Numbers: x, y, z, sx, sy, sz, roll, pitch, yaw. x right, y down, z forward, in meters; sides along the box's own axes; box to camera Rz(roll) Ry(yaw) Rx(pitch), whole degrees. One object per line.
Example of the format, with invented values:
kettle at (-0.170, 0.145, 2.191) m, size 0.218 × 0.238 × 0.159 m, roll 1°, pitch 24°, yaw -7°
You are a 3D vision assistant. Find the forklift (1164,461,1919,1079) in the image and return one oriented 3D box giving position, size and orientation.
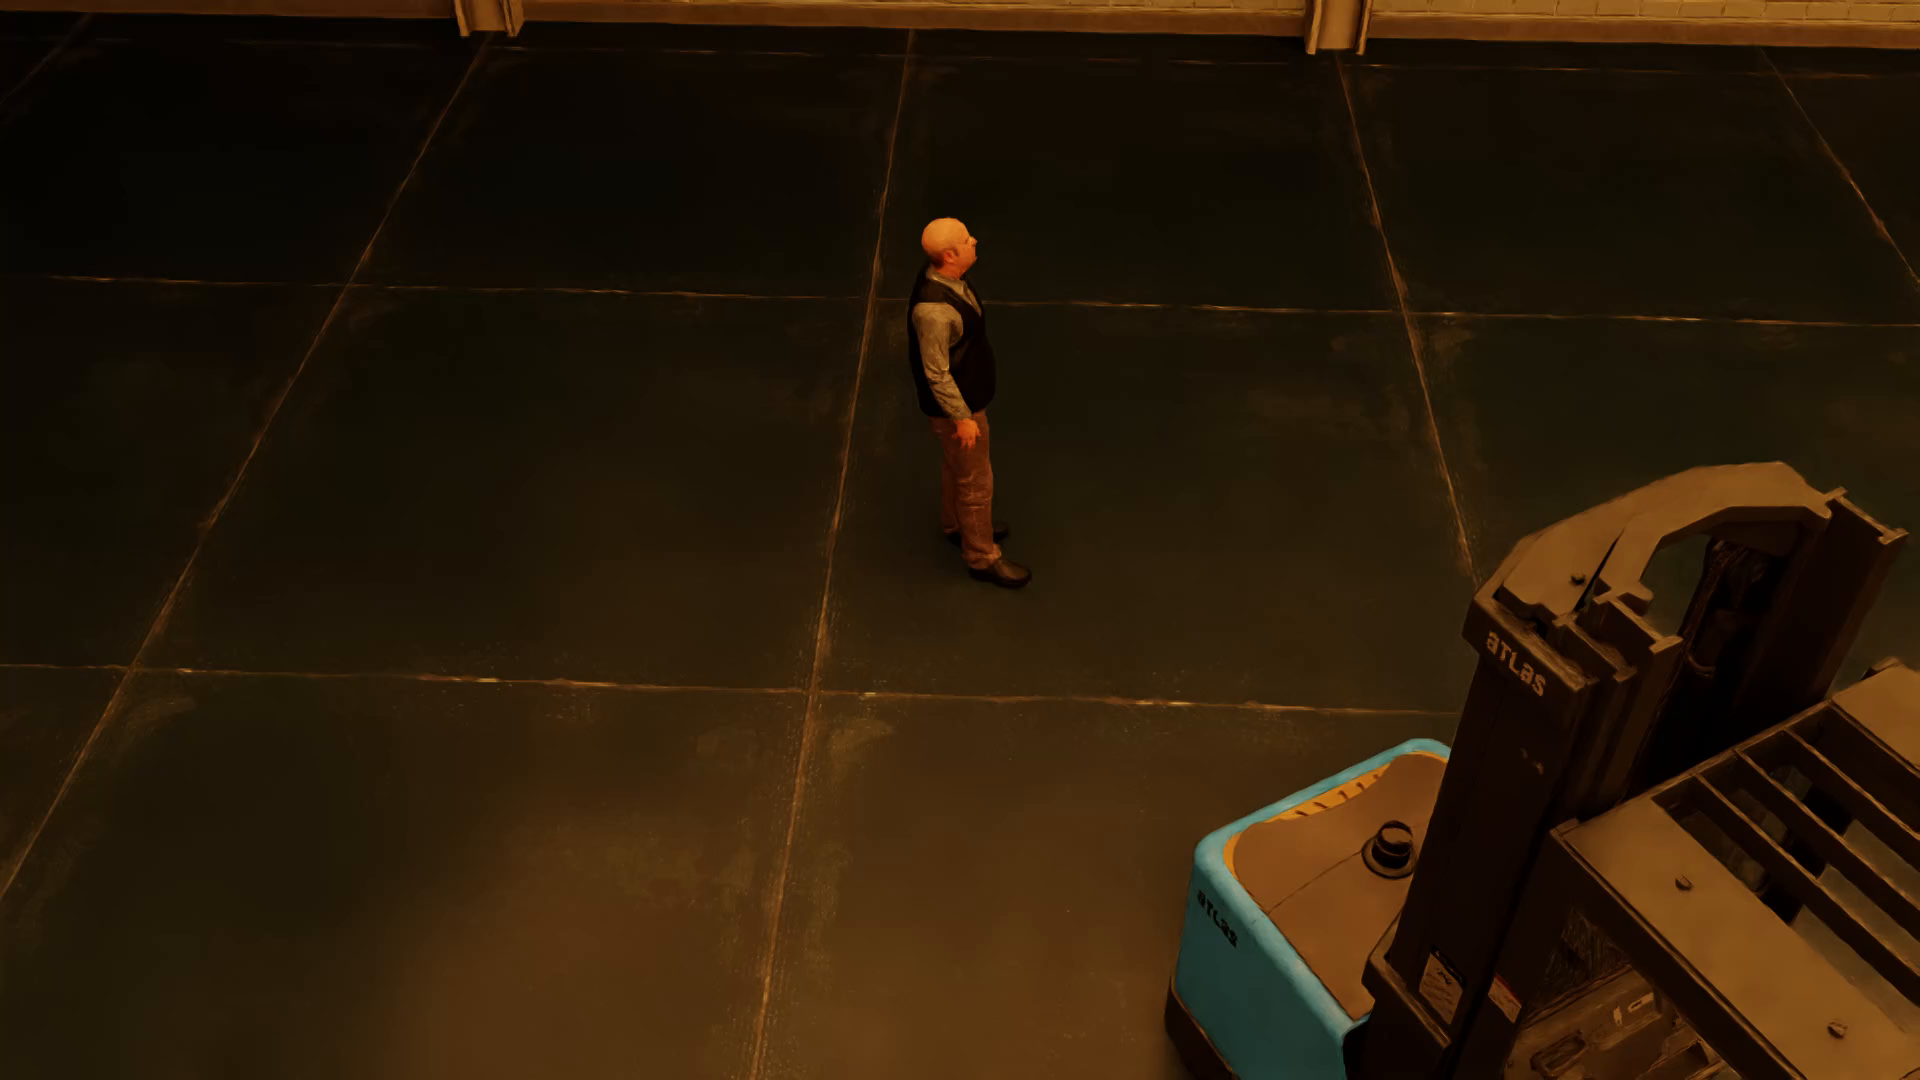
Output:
forklift at (1.876, 1.384, 4.226) m, size 1.130 × 2.935 × 3.031 m, roll -20°, pitch 46°, yaw -21°

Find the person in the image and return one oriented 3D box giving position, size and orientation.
person at (0.062, -0.634, 7.323) m, size 0.567 × 1.720 × 0.632 m, roll 2°, pitch 42°, yaw 2°
